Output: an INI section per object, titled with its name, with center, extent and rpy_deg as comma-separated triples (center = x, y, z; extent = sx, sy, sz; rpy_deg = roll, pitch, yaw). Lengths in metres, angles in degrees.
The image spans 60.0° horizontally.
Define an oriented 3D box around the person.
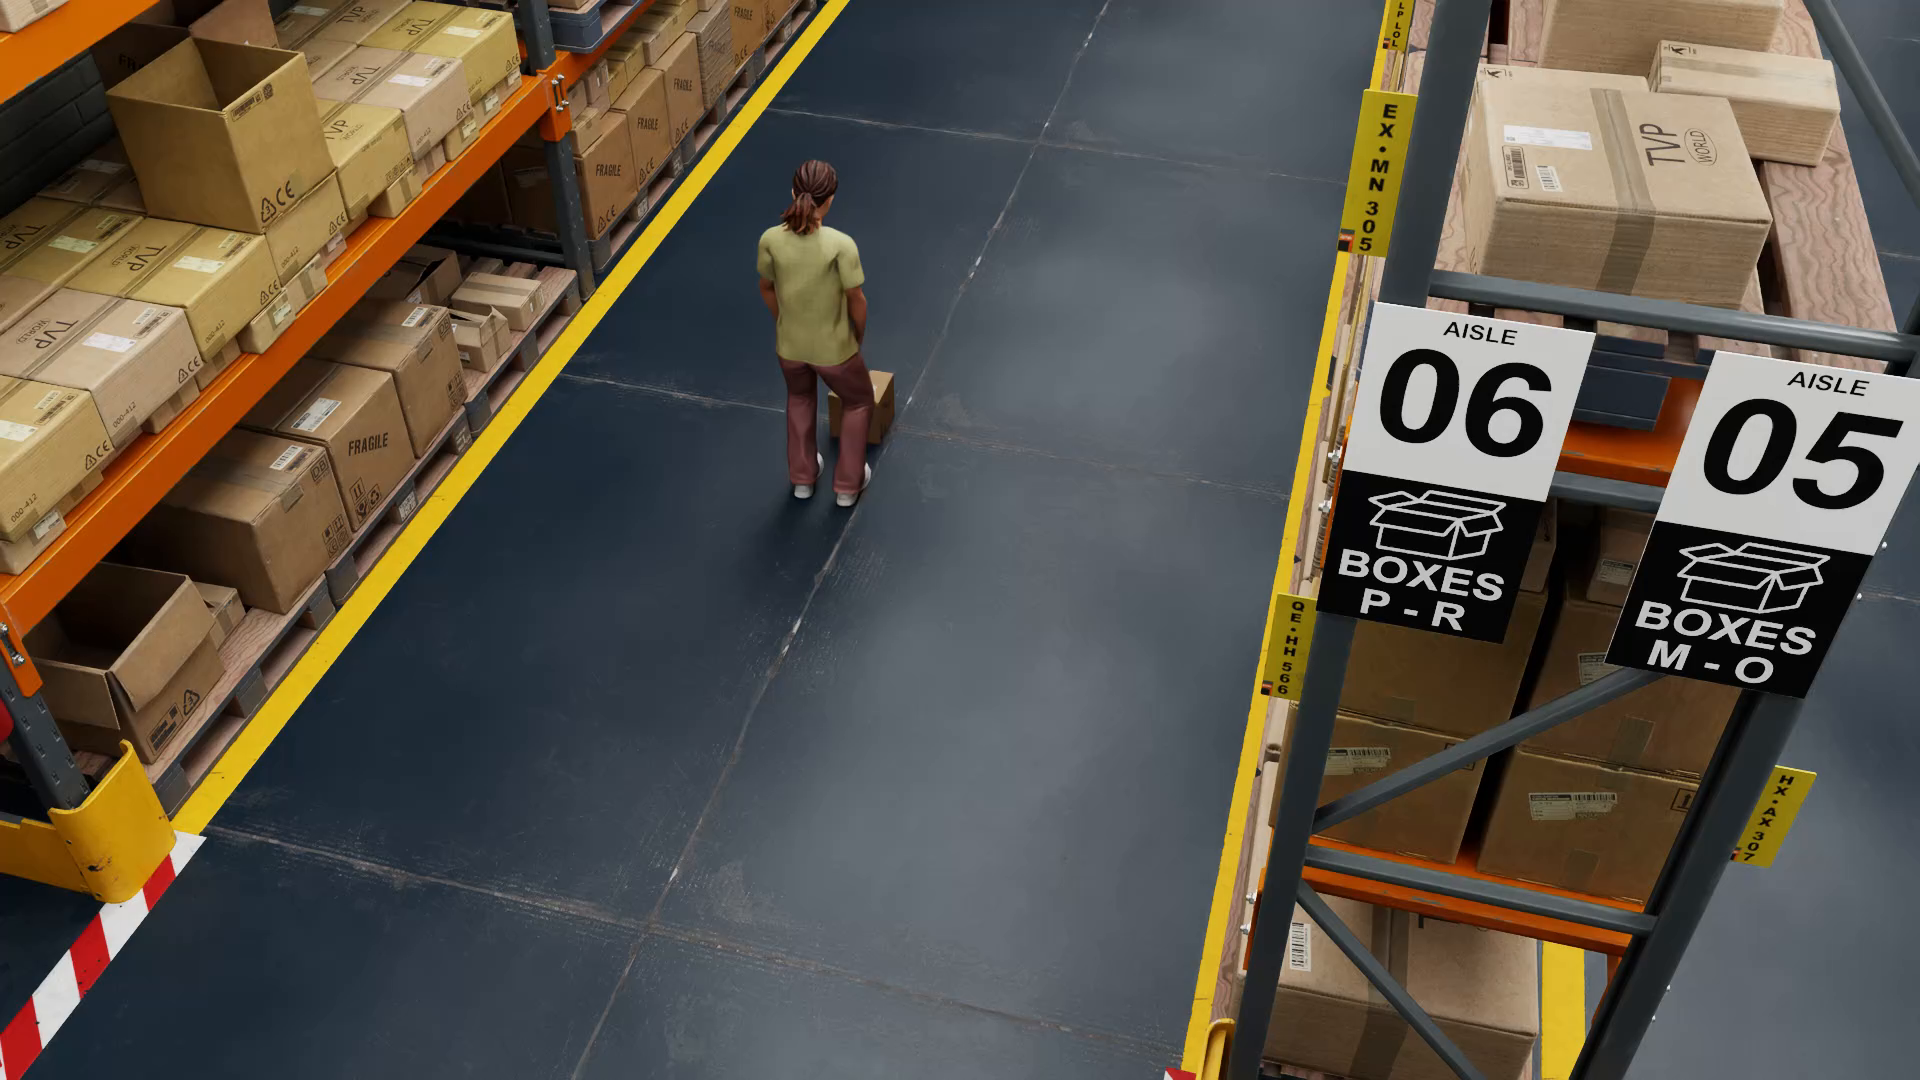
[person]
center = -0.623, -0.869, 7.216
extent = 0.478, 1.603, 0.426
rpy_deg = 11, 42, 12
